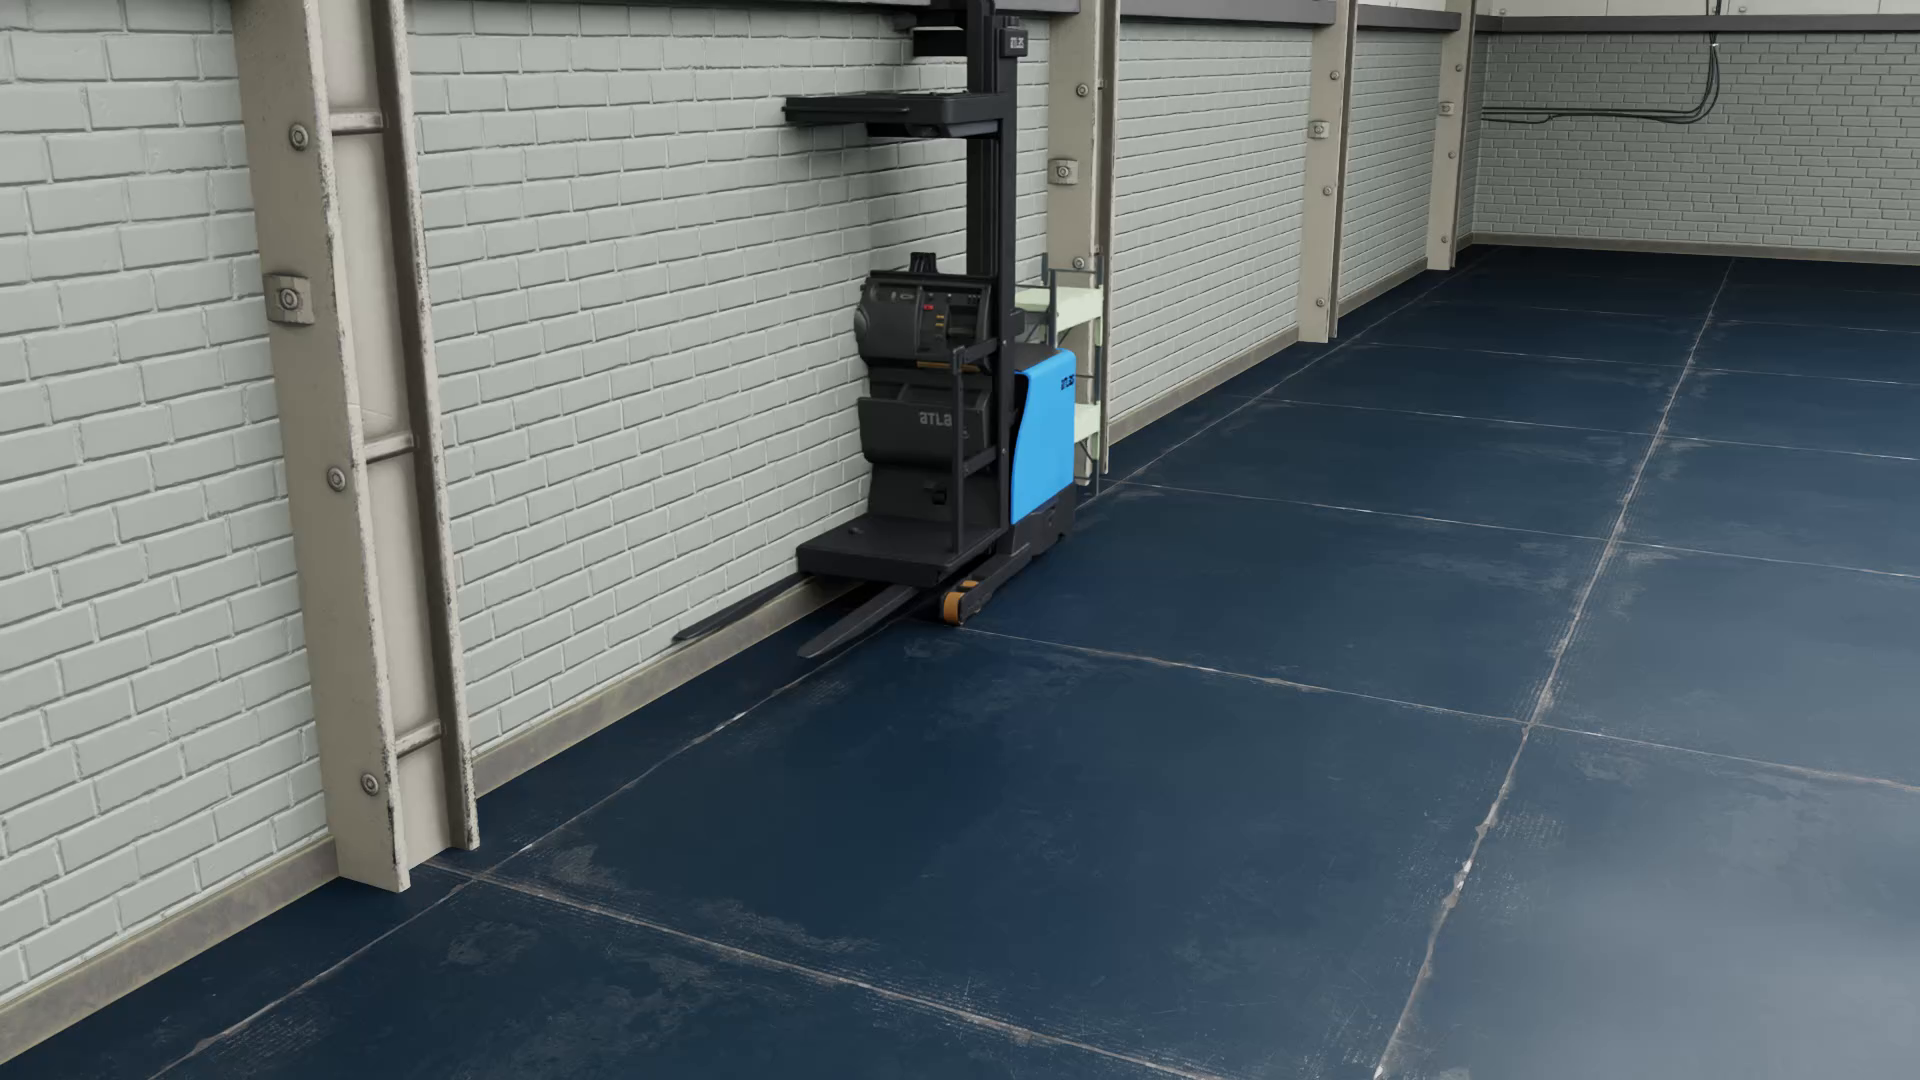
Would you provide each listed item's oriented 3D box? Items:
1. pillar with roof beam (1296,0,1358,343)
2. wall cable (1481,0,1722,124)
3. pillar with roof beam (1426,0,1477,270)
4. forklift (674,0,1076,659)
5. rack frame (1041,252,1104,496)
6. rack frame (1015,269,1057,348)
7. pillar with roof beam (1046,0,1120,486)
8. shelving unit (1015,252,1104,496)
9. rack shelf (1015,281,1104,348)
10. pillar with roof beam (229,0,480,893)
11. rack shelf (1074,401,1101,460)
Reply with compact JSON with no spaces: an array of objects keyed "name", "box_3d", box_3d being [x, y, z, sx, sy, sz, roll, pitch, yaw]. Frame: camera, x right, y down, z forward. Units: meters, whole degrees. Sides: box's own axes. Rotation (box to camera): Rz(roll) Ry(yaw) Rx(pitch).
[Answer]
[{"name":"pillar with roof beam","box_3d":[7.291,-5.713,12.956,9.100,9.000,0.400,8,18,25]},{"name":"wall cable","box_3d":[8.620,-6.883,22.347,3.097,2.526,0.112,8,18,25]},{"name":"pillar with roof beam","box_3d":[9.972,-7.242,18.101,9.100,9.000,0.400,8,18,25]},{"name":"forklift","box_3d":[-0.368,-1.125,8.166,1.130,2.935,3.031,7,18,22]},{"name":"rack frame","box_3d":[0.685,-1.020,10.326,0.400,1.500,0.023,8,18,25]},{"name":"rack frame","box_3d":[0.365,-0.833,9.695,0.400,1.500,0.023,8,18,25]},{"name":"pillar with roof beam","box_3d":[4.610,-4.185,7.810,9.100,9.000,0.400,8,18,25]},{"name":"shelving unit","box_3d":[0.525,-0.927,10.011,0.431,1.500,0.755,8,18,25]},{"name":"rack shelf","box_3d":[0.525,-1.301,9.899,0.431,0.370,0.720,8,18,25]},{"name":"pillar with roof beam","box_3d":[1.929,-2.657,2.665,9.100,9.000,0.400,8,18,25]},{"name":"rack shelf","box_3d":[0.525,-0.614,10.103,0.431,0.370,0.720,8,18,25]}]
